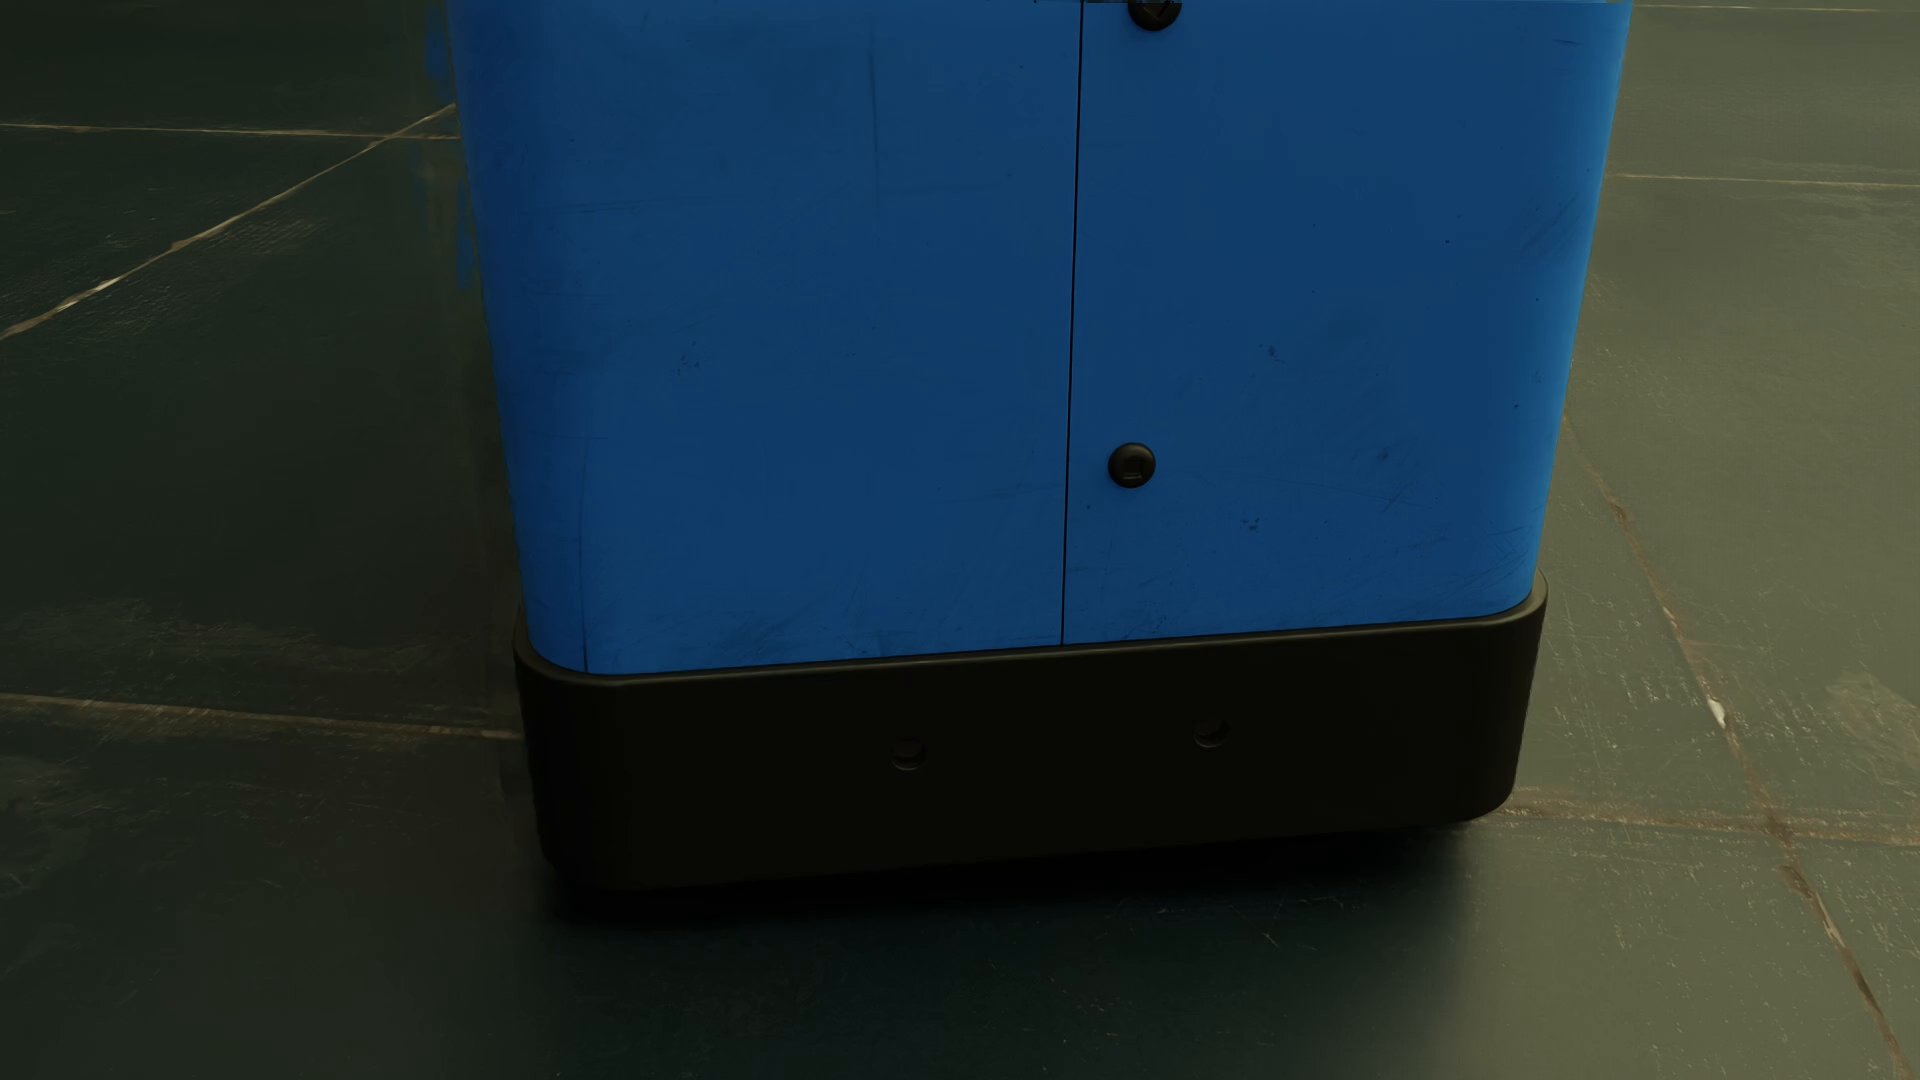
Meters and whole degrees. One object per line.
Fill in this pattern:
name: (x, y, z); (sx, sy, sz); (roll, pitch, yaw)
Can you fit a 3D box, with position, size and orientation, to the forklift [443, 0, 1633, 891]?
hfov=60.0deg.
forklift: (-0.101, -1.595, 2.414); (1.130, 2.935, 3.031); (-3, 27, -7)
